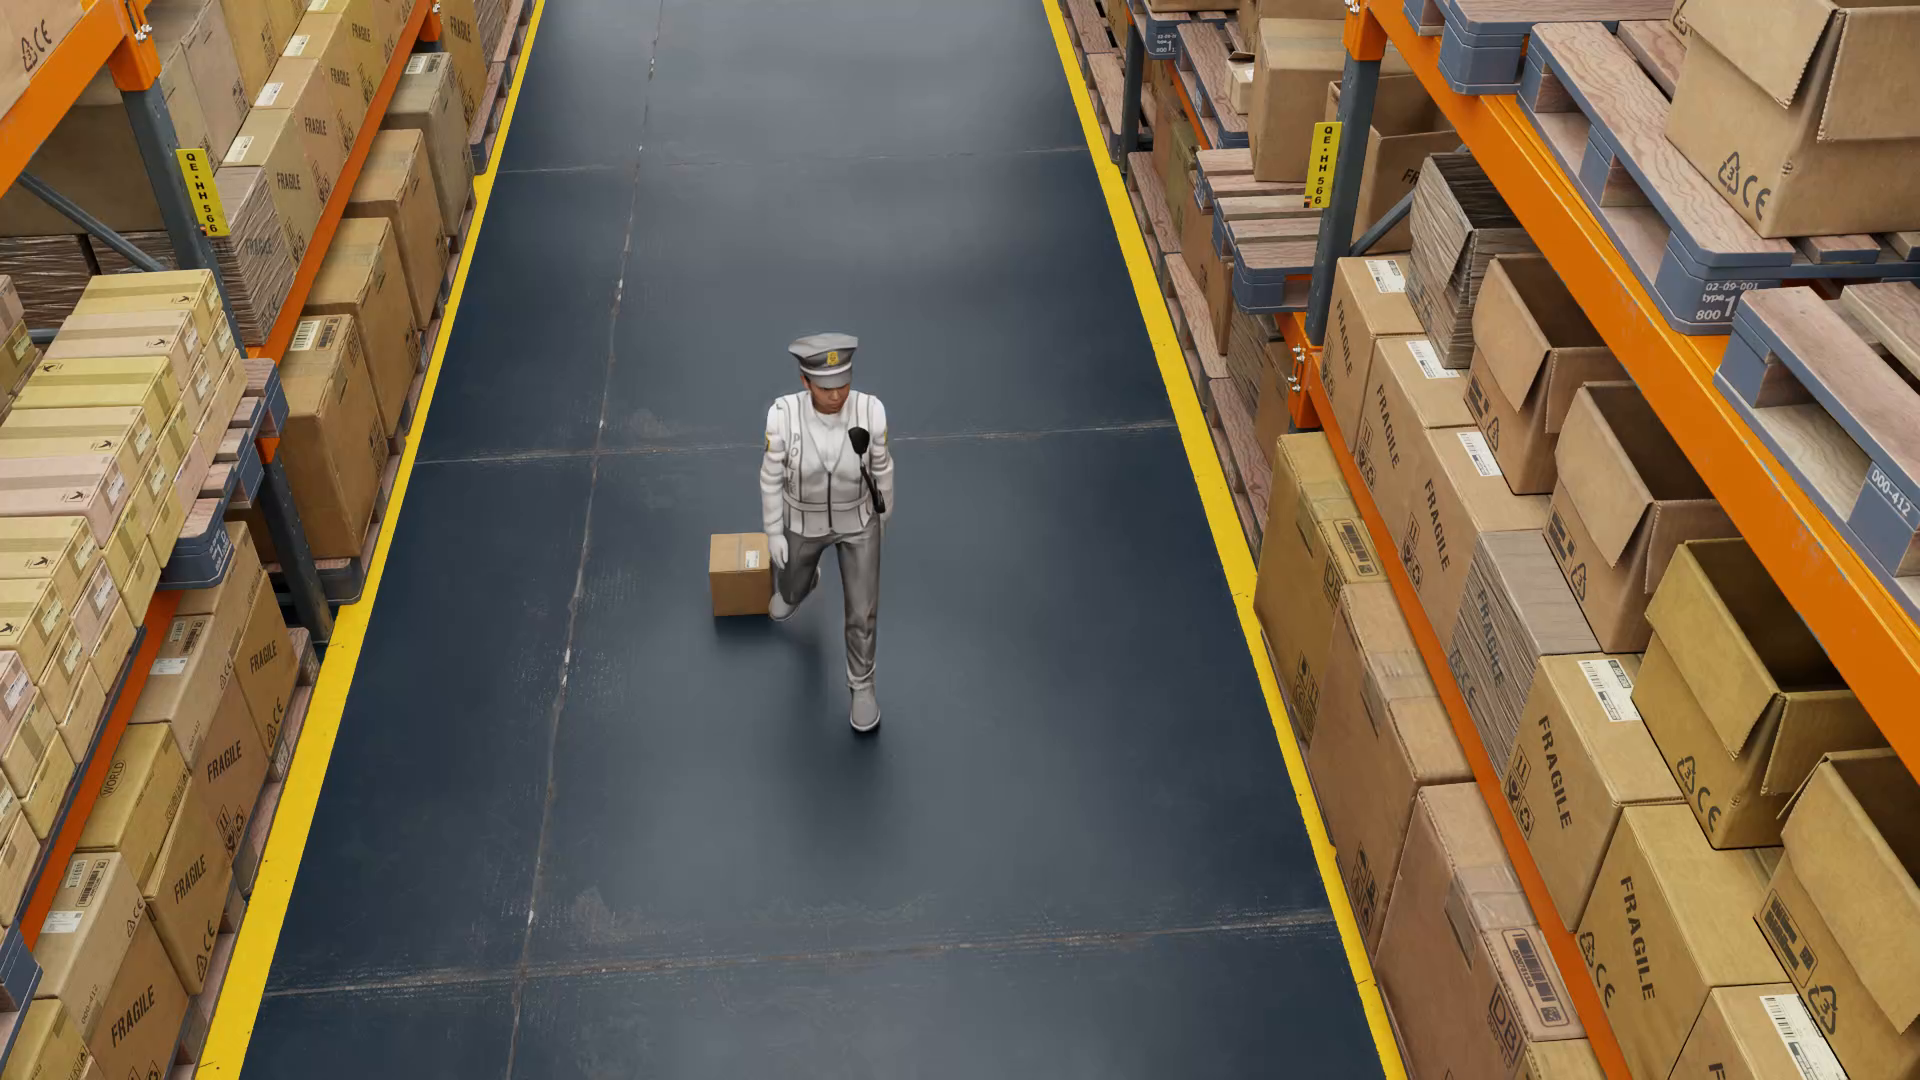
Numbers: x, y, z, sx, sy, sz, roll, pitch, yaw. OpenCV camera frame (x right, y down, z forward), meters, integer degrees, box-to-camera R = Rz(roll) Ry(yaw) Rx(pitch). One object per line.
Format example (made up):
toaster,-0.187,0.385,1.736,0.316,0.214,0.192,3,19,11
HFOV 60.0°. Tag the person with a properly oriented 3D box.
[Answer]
person,-0.508,-0.124,6.265,0.527,1.666,0.784,-3,39,-4
